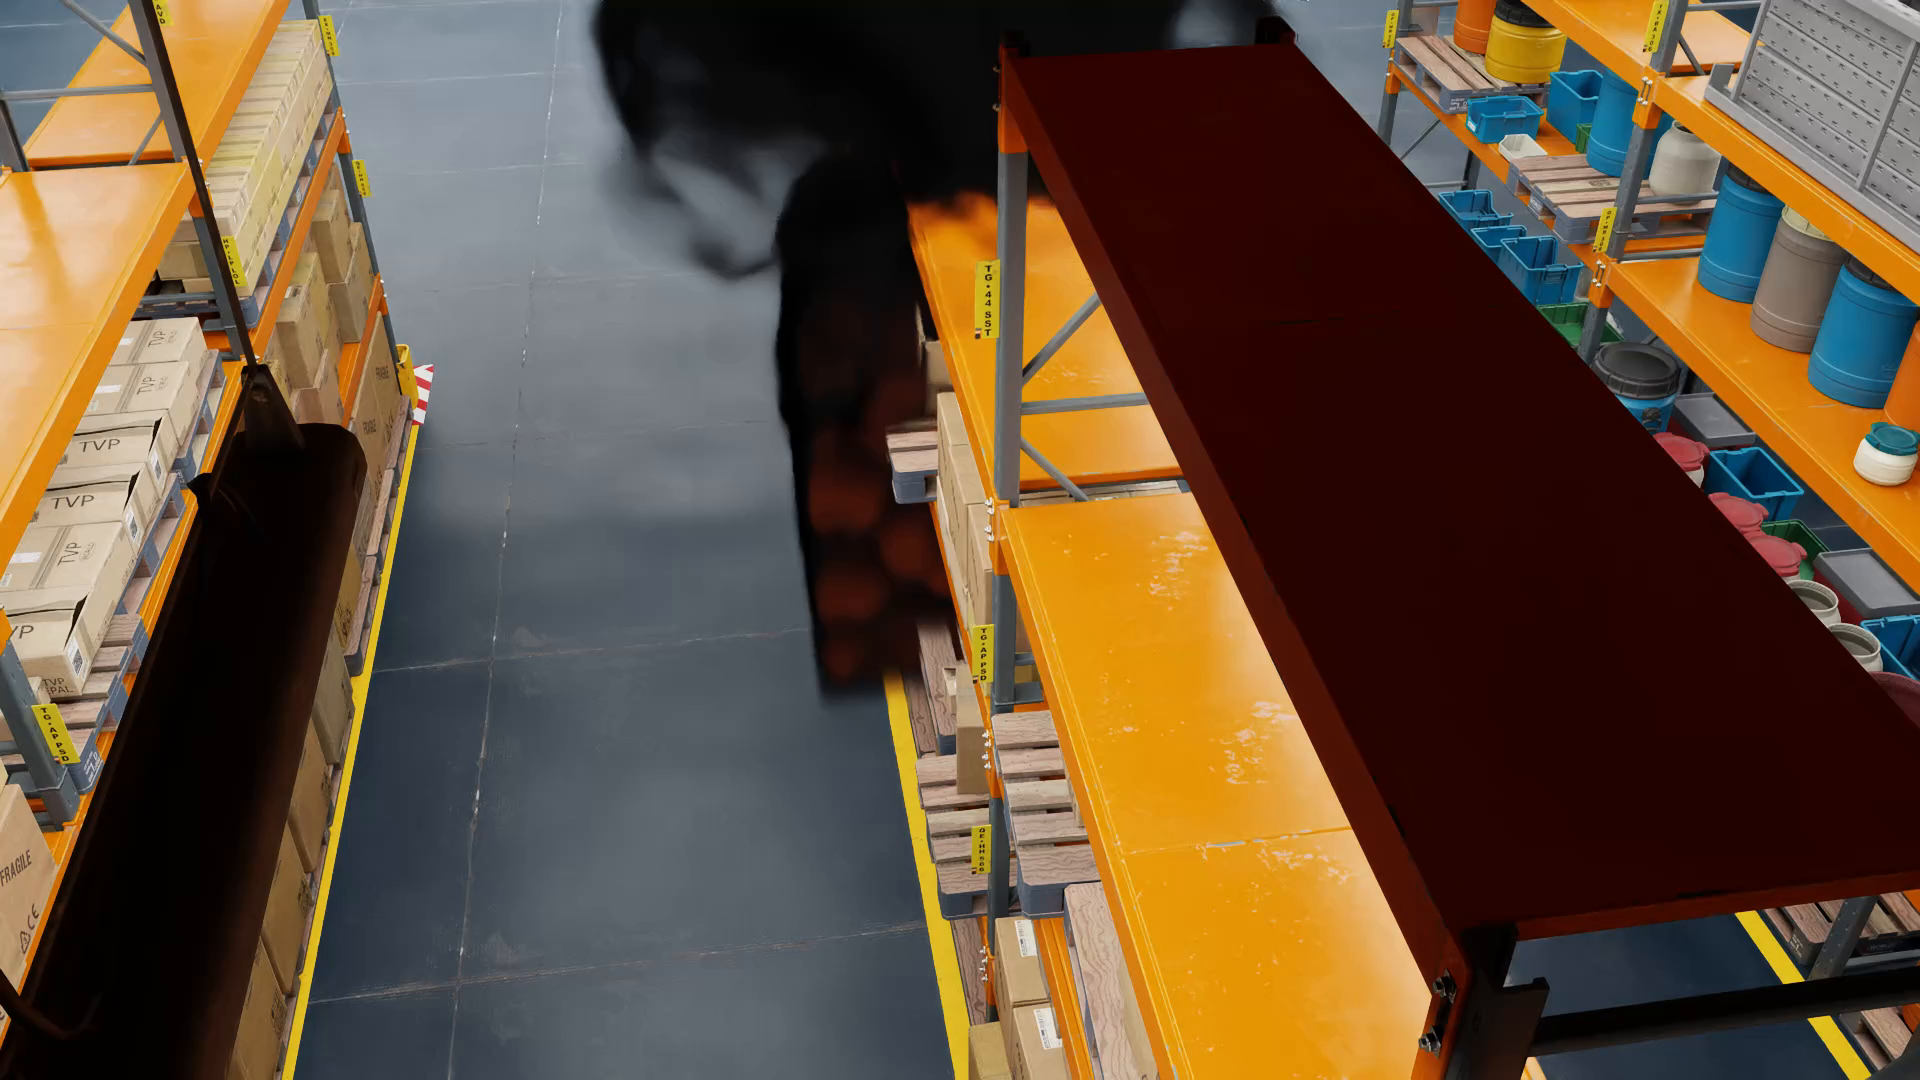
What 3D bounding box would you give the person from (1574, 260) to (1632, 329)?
[{"bbox_3d":[6.061,-2.531,15.548,0.610,1.648,0.605,-11,38,-15],"label":"person"}]
